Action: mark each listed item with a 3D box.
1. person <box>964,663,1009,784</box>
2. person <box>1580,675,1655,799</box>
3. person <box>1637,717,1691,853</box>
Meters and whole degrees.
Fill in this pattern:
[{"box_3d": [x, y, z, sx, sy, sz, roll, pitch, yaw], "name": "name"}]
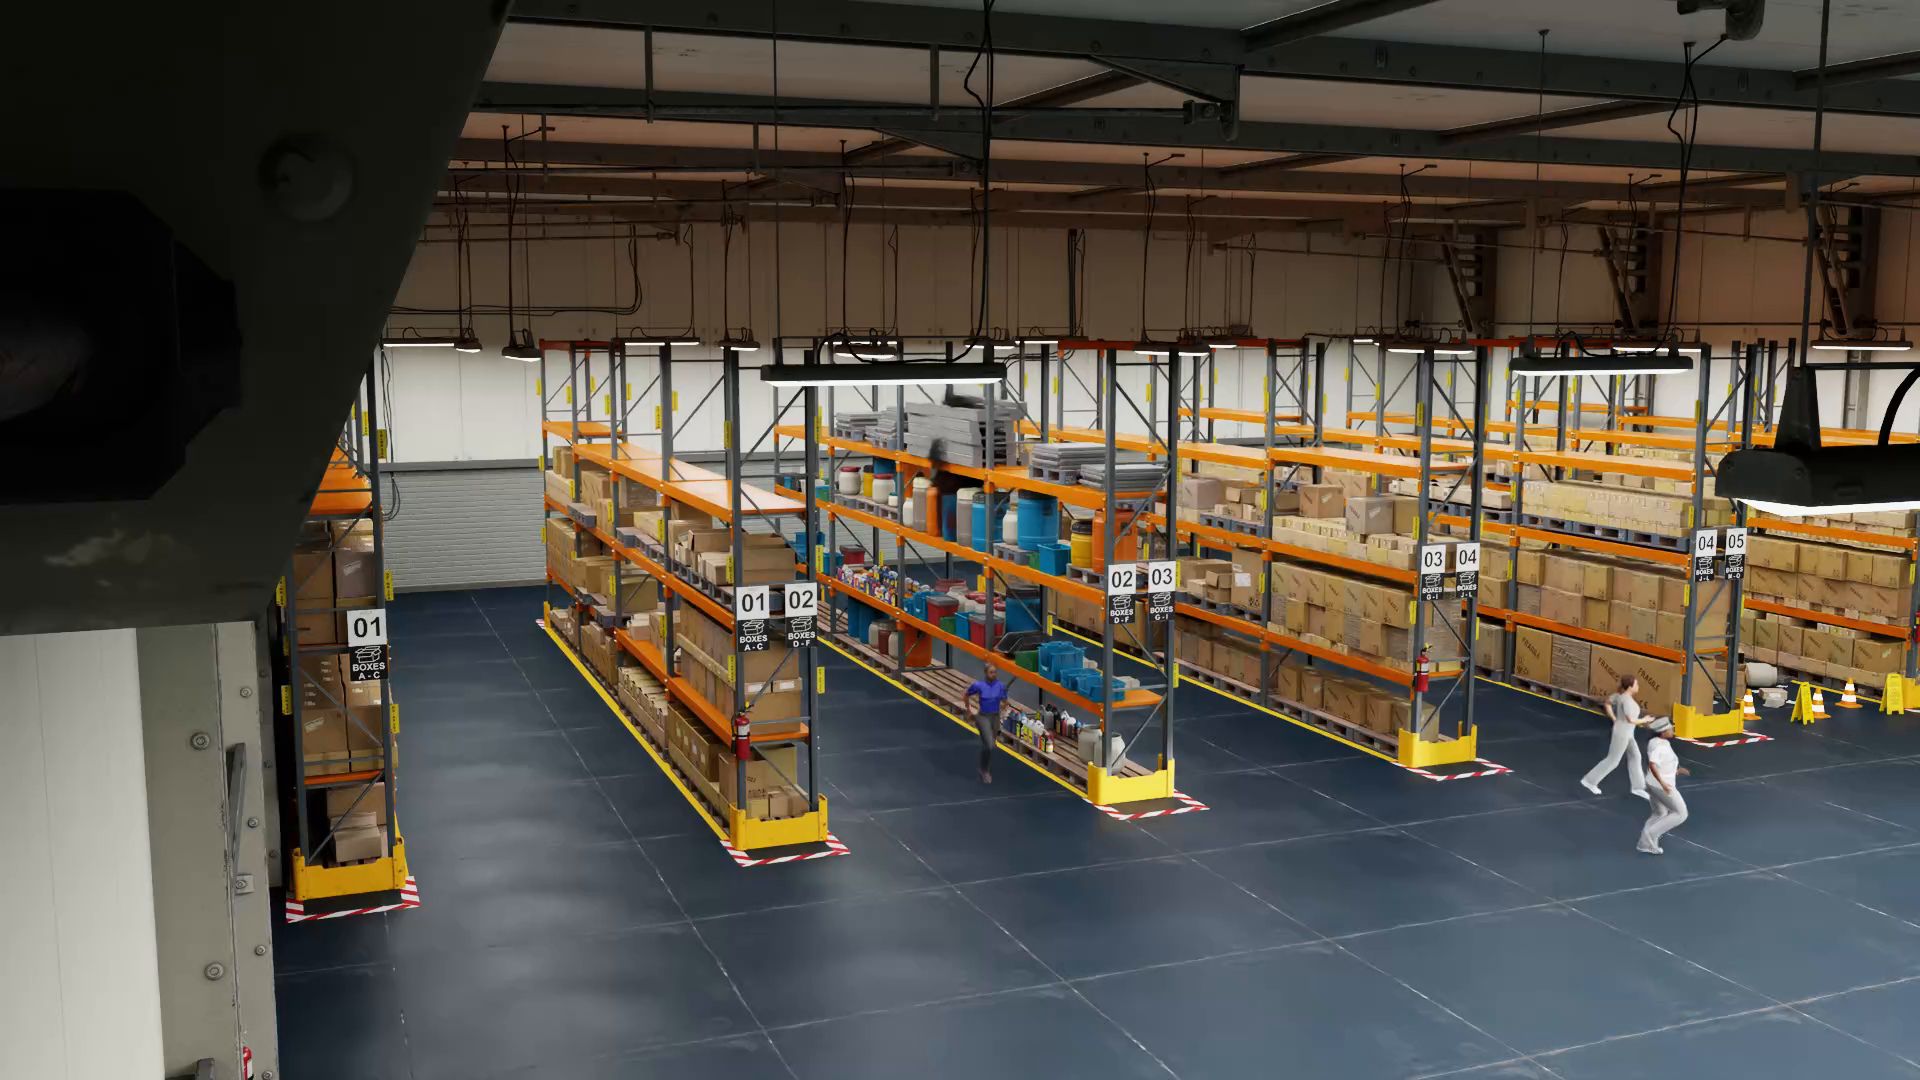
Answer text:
[{"box_3d": [0.398, 2.535, 23.021, 0.536, 1.690, 0.788, -4, 8, -28], "name": "person"}, {"box_3d": [8.790, 2.620, 22.137, 0.947, 1.681, 0.521, 2, 8, 17], "name": "person"}, {"box_3d": [8.428, 2.930, 19.851, 0.576, 1.659, 0.560, 1, 7, 5], "name": "person"}]
